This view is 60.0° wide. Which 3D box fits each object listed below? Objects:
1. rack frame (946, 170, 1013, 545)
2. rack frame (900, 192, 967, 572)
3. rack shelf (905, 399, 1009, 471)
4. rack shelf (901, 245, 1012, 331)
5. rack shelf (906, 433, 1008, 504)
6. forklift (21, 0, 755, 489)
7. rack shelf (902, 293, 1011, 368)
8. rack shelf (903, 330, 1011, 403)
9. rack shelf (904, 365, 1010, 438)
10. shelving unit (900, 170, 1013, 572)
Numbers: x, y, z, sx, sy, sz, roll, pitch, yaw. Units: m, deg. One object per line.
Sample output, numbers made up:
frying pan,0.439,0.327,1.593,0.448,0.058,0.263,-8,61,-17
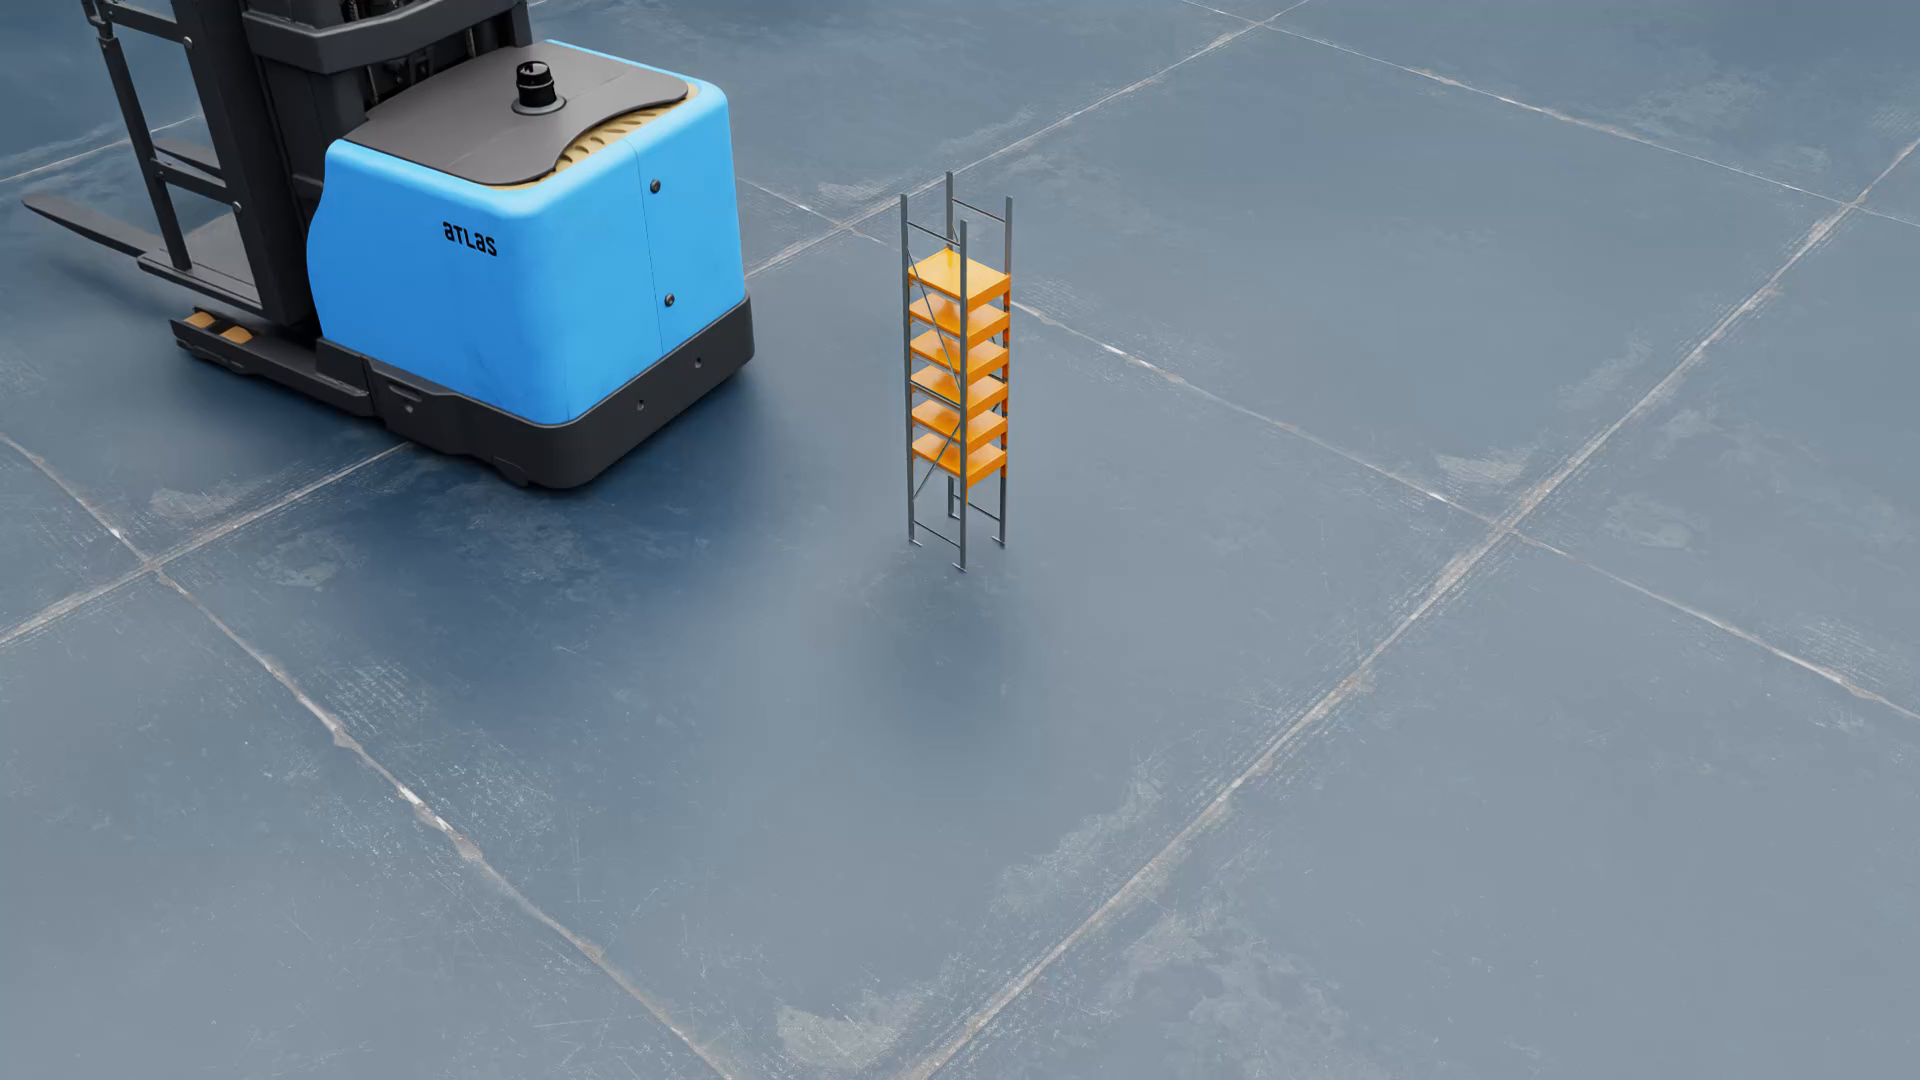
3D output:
rack frame,0.052,-0.505,4.921,0.240,1.200,0.006,30,47,32
rack frame,-0.071,-0.421,4.815,0.240,1.200,0.006,30,47,32
rack shelf,-0.010,-0.334,4.971,0.258,0.103,0.180,30,47,32
rack shelf,-0.010,-0.710,4.672,0.258,0.103,0.180,30,47,32
rack shelf,-0.010,-0.240,5.045,0.258,0.103,0.180,30,47,32
forklift,-2.262,-2.004,5.415,3.031,2.935,1.130,21,43,24
rack shelf,-0.010,-0.616,4.746,0.258,0.103,0.180,30,47,32
rack shelf,-0.010,-0.522,4.821,0.258,0.103,0.180,30,47,32
rack shelf,-0.010,-0.428,4.896,0.258,0.103,0.180,30,47,32
shelving unit,-0.010,-0.463,4.868,0.258,1.200,0.189,30,47,32
